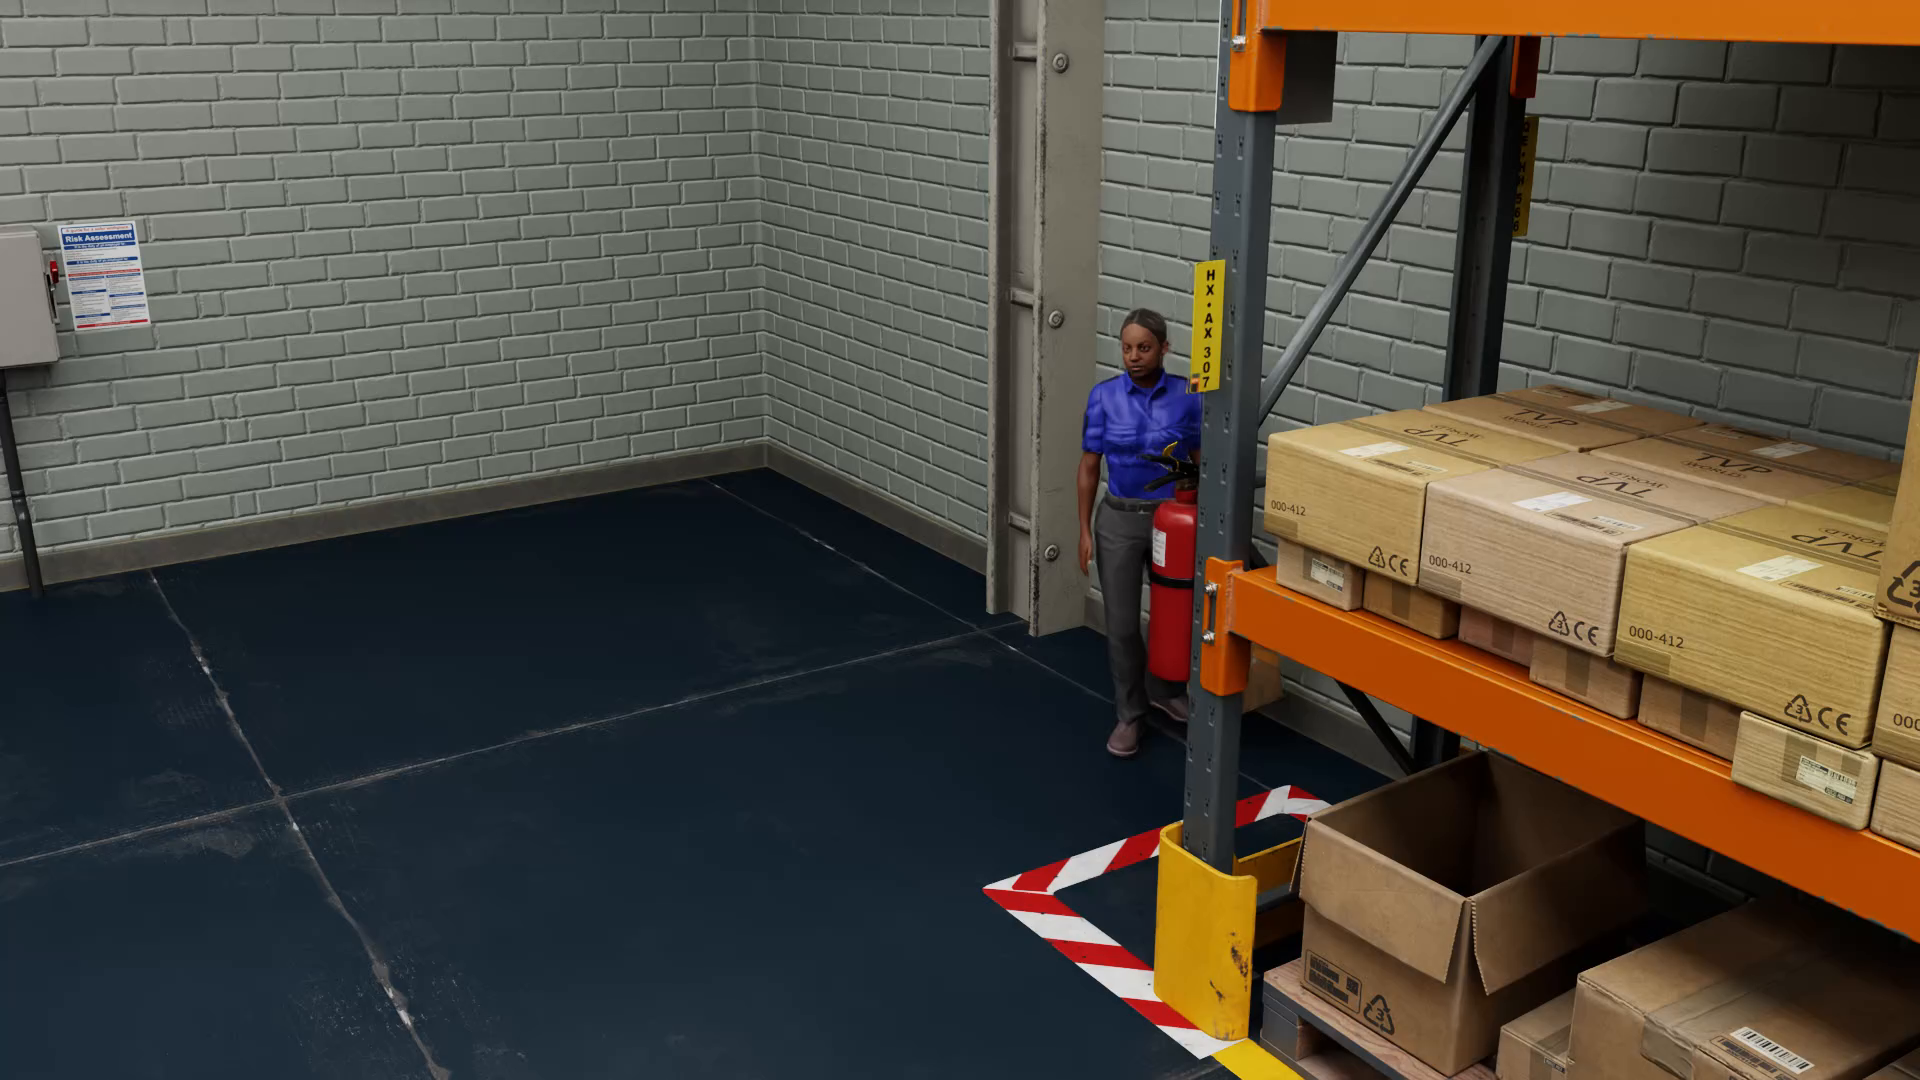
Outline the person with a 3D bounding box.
[{"bbox_3d":[0.701,-0.042,6.189,0.543,1.657,0.494,0,18,-1],"label":"person"}]
